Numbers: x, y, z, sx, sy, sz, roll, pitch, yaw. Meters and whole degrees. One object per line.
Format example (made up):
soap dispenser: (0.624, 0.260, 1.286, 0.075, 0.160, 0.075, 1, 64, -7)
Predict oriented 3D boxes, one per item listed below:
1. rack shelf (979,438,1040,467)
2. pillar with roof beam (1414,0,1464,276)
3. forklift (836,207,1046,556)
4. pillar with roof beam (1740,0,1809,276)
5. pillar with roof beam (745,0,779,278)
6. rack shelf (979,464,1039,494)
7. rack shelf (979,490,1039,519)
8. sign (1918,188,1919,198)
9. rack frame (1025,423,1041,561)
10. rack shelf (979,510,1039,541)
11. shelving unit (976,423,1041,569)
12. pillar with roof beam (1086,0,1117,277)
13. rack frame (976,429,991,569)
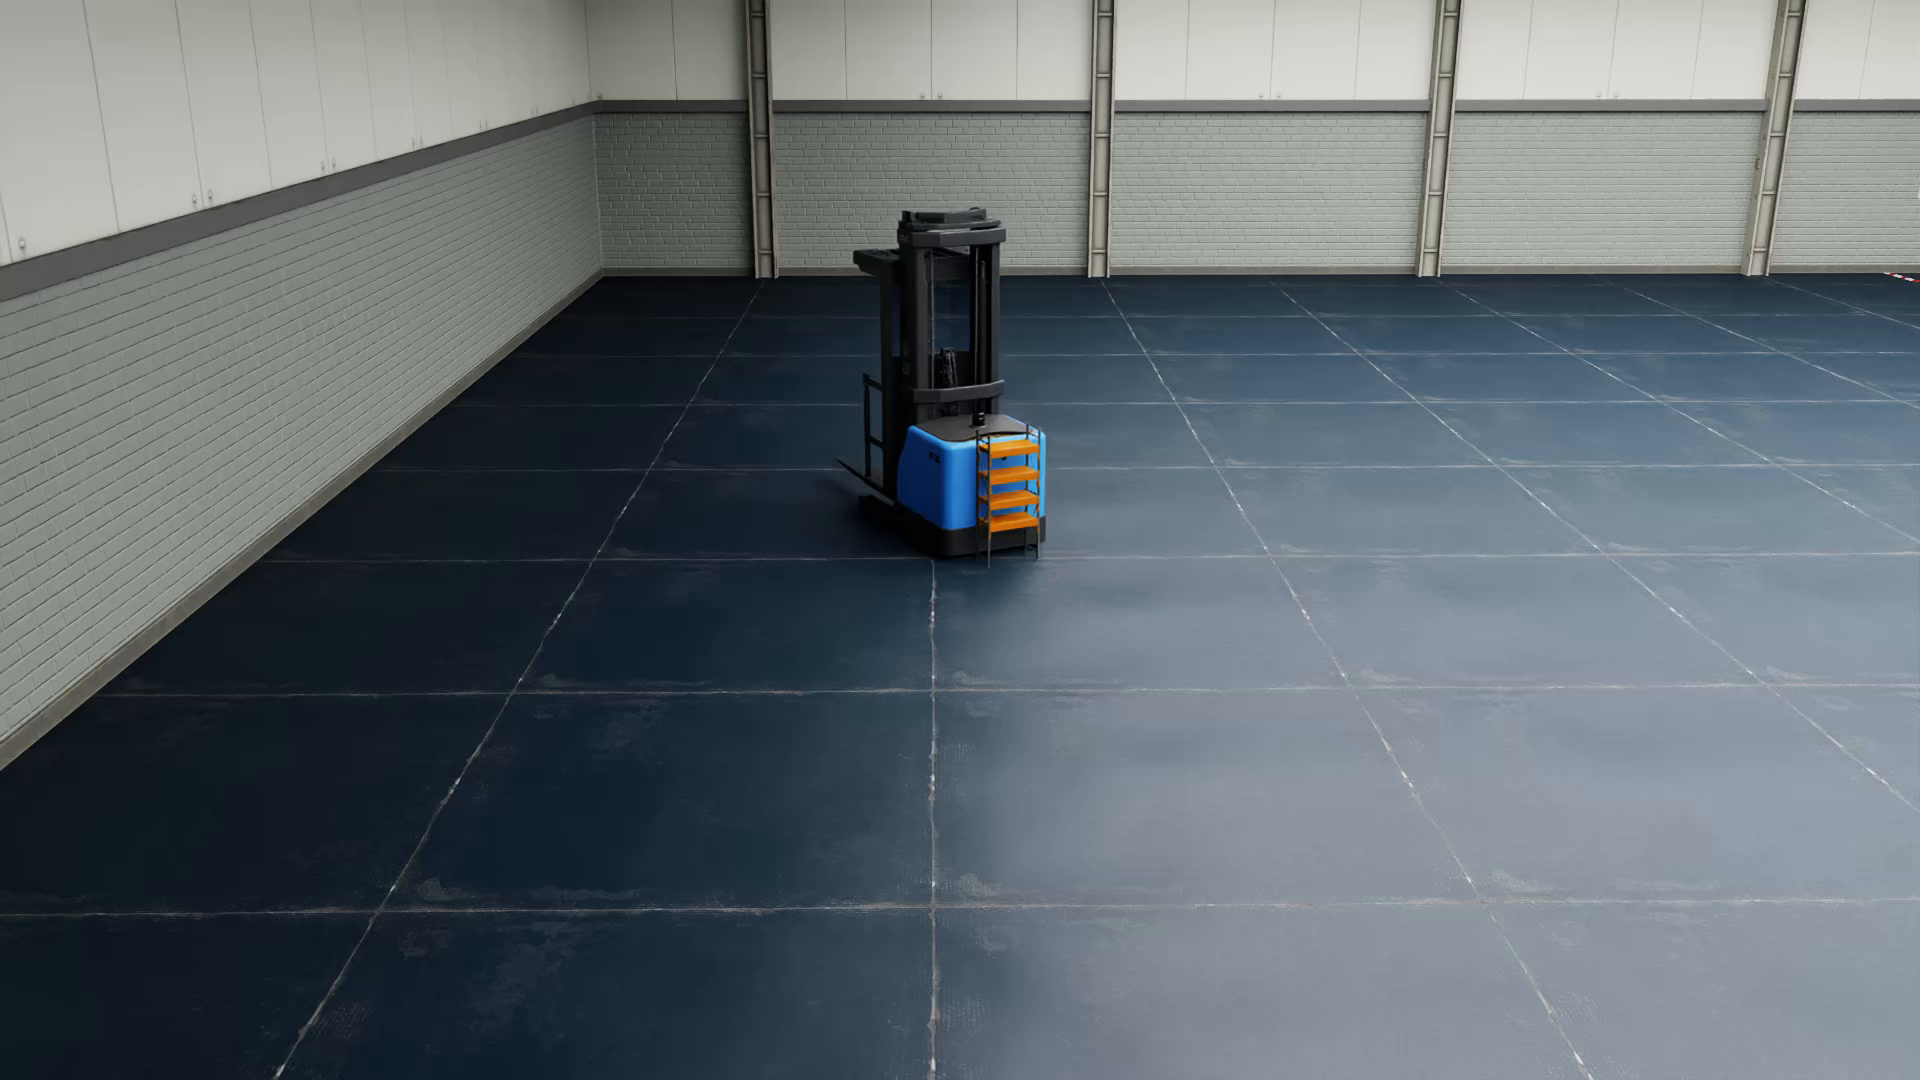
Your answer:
rack shelf: (0.418, -0.757, 14.359, 0.480, 0.148, 0.258, -9, 20, -25)
pillar with roof beam: (8.574, -7.794, 24.816, 0.400, 9.000, 9.100, 0, 18, -1)
forklift: (-0.322, -1.661, 15.628, 1.130, 2.935, 3.031, -8, 20, -25)
pillar with roof beam: (14.573, -7.823, 24.906, 0.400, 9.000, 9.100, 0, 18, -1)
pillar with roof beam: (-3.425, -7.737, 24.635, 0.400, 9.000, 9.100, 0, 18, -1)
rack shelf: (0.418, -0.532, 14.431, 0.480, 0.148, 0.258, -9, 20, -25)
rack shelf: (0.418, -0.319, 14.499, 0.480, 0.148, 0.258, -9, 20, -25)
sign: (17.478, -6.356, 30.095, 0.234, 0.329, 0.001, 0, 18, -1)
rack frame: (0.637, -0.416, 14.582, 0.015, 1.200, 0.240, -9, 20, -25)
rack shelf: (0.418, -0.130, 14.560, 0.480, 0.148, 0.258, -9, 20, -25)
shelving unit: (0.418, -0.383, 14.479, 0.503, 1.200, 0.258, -9, 20, -25)
pillar with roof beam: (2.574, -7.766, 24.726, 0.400, 9.000, 9.100, 0, 18, -1)
rack frame: (0.200, -0.350, 14.376, 0.015, 1.200, 0.240, -9, 20, -25)
